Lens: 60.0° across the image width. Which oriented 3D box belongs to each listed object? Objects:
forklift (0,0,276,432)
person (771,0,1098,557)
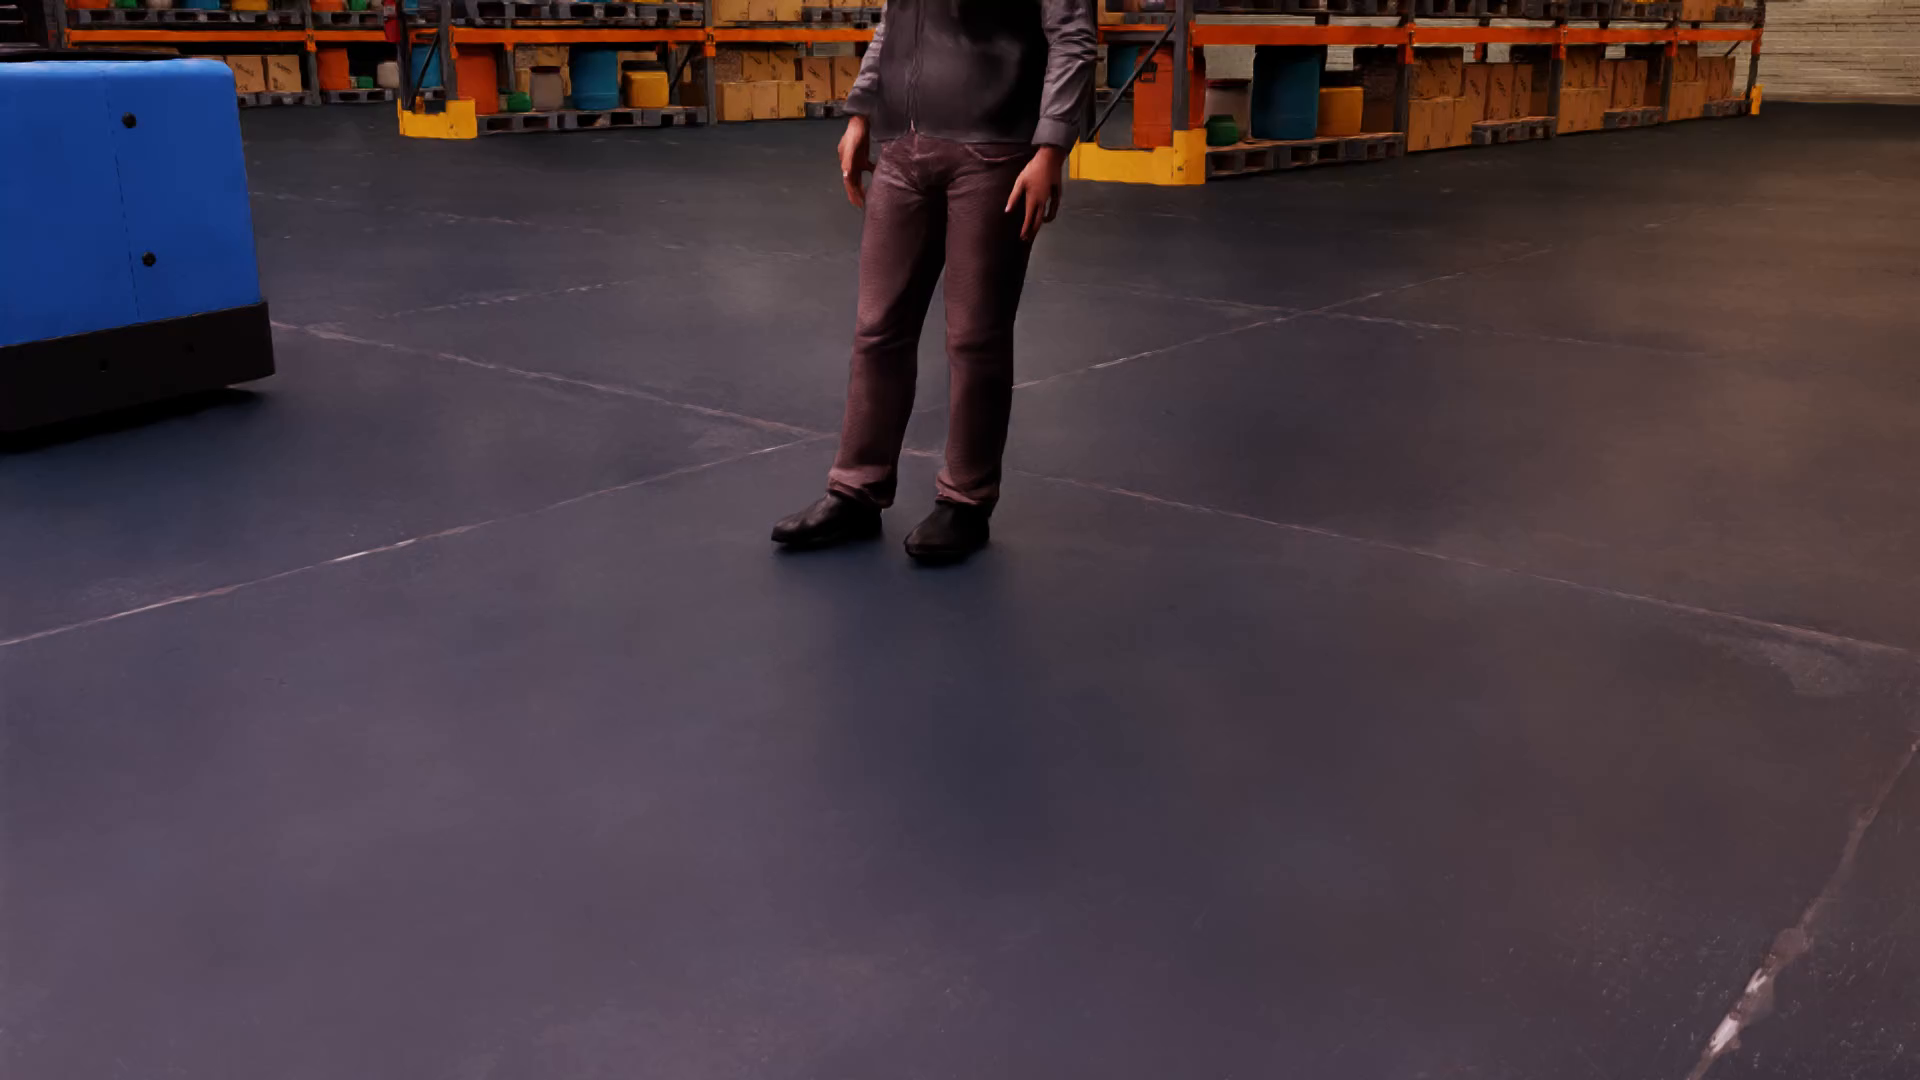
[{"bbox_3d":[-3.821,-1.957,5.343,3.031,2.935,1.130,8,19,26],"label":"forklift"},{"bbox_3d":[-0.046,-0.818,3.649,0.632,1.720,0.567,13,21,37],"label":"person"}]
